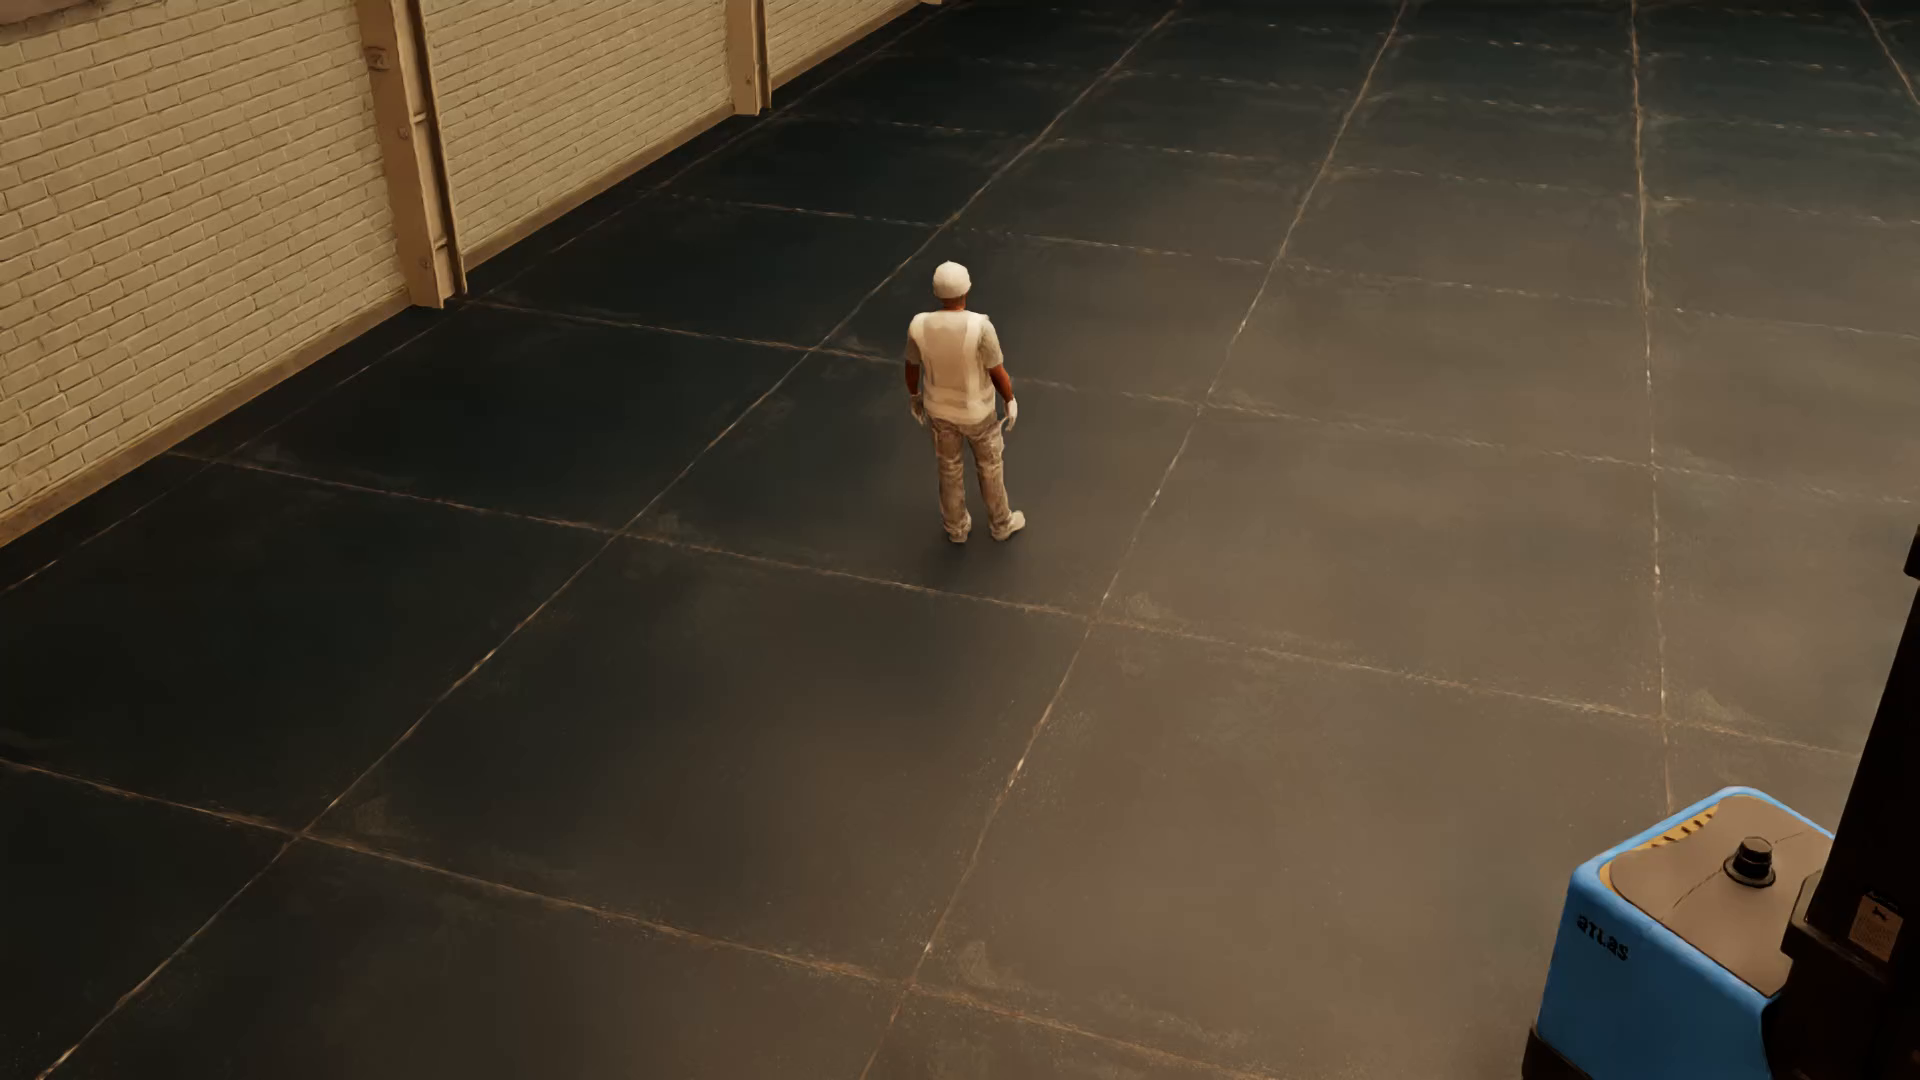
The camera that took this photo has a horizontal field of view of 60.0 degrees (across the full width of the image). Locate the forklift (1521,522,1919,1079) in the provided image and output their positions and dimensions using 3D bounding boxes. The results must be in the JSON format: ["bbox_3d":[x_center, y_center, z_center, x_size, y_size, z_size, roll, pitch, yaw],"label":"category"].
[{"bbox_3d":[3.364,1.315,4.830,1.130,2.935,3.031,-17,34,-28],"label":"forklift"}]

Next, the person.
[{"bbox_3d":[0.031,-0.813,9.708,0.655,1.782,0.576,10,31,16],"label":"person"}]
